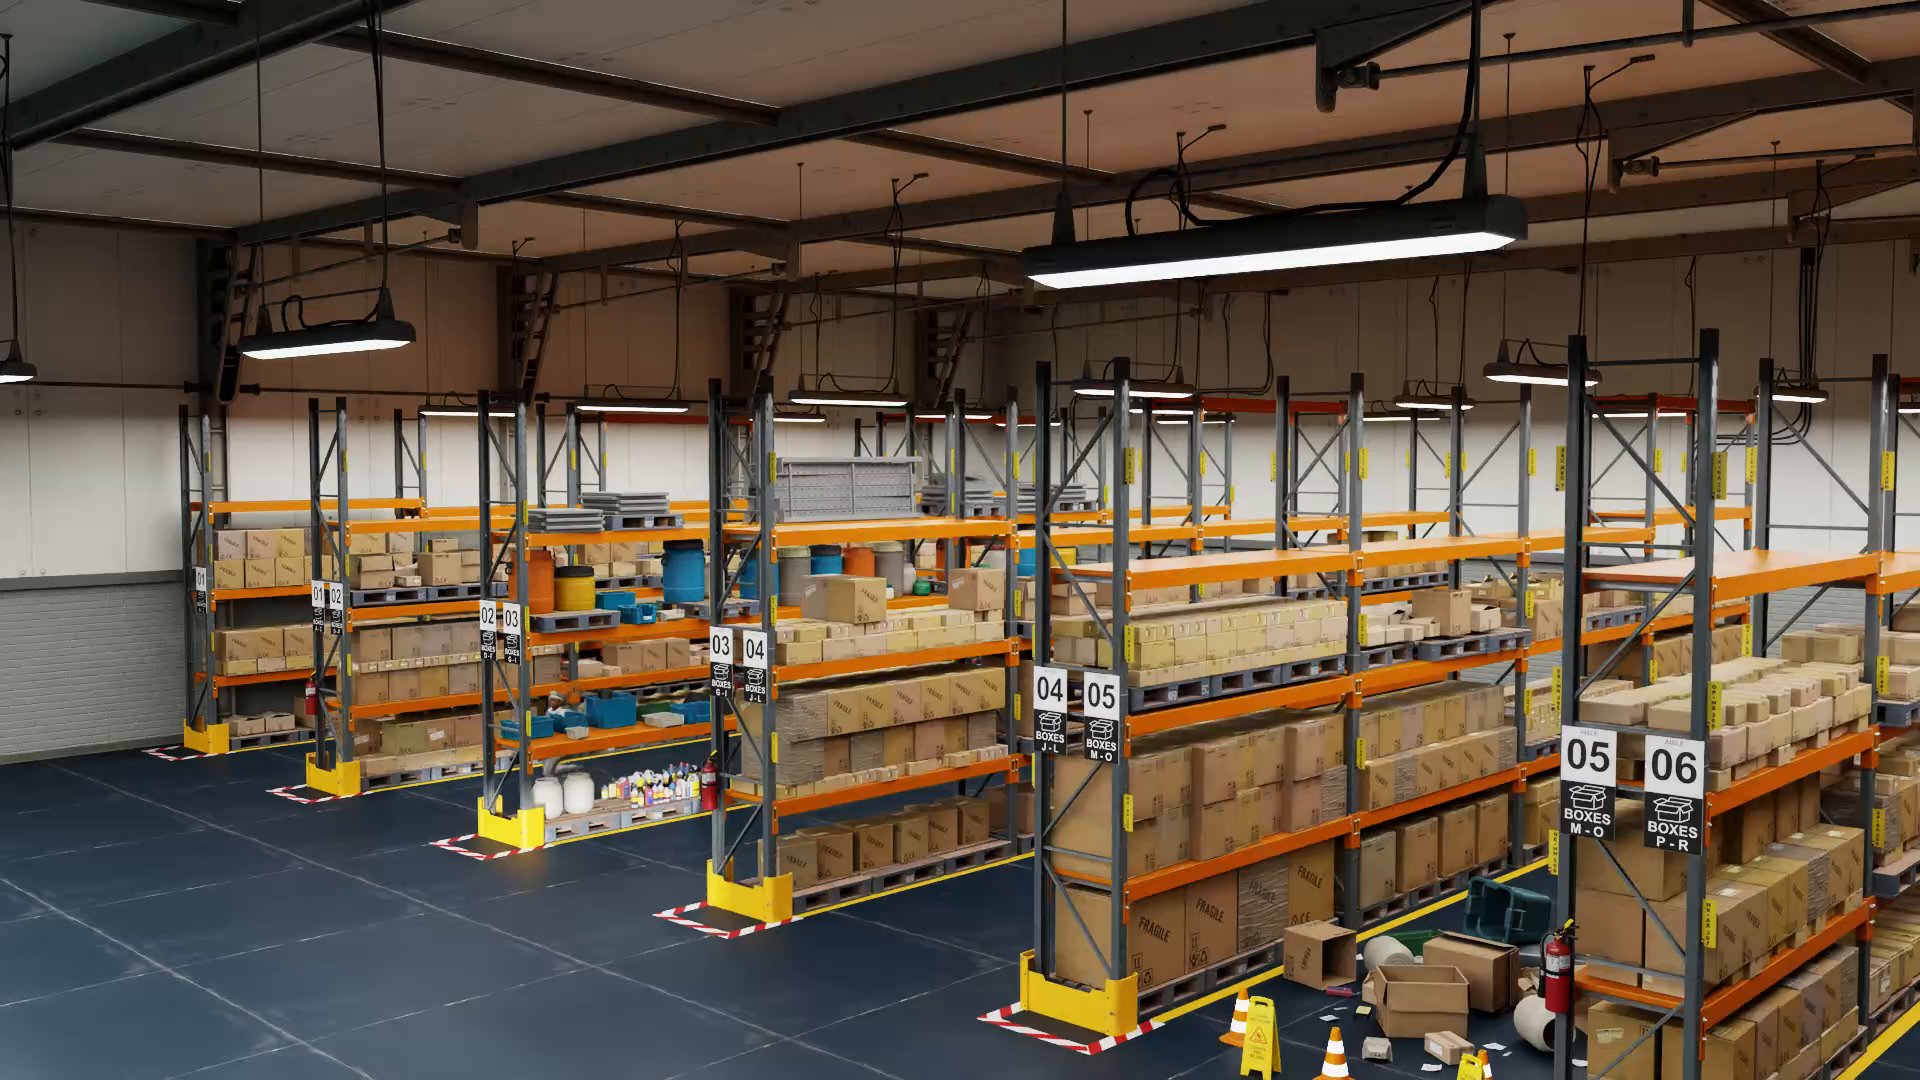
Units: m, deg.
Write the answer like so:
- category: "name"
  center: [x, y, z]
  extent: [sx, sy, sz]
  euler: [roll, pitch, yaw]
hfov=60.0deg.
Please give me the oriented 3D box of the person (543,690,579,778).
- category: "person"
  center: [-5.958, 3.058, 24.664]
  extent: [0.568, 1.683, 0.870]
  euler: [2, 4, 37]

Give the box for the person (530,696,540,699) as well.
- category: "person"
  center: [-7.579, 2.738, 29.895]
  extent: [0.676, 1.693, 0.886]
  euler: [2, 4, 36]
